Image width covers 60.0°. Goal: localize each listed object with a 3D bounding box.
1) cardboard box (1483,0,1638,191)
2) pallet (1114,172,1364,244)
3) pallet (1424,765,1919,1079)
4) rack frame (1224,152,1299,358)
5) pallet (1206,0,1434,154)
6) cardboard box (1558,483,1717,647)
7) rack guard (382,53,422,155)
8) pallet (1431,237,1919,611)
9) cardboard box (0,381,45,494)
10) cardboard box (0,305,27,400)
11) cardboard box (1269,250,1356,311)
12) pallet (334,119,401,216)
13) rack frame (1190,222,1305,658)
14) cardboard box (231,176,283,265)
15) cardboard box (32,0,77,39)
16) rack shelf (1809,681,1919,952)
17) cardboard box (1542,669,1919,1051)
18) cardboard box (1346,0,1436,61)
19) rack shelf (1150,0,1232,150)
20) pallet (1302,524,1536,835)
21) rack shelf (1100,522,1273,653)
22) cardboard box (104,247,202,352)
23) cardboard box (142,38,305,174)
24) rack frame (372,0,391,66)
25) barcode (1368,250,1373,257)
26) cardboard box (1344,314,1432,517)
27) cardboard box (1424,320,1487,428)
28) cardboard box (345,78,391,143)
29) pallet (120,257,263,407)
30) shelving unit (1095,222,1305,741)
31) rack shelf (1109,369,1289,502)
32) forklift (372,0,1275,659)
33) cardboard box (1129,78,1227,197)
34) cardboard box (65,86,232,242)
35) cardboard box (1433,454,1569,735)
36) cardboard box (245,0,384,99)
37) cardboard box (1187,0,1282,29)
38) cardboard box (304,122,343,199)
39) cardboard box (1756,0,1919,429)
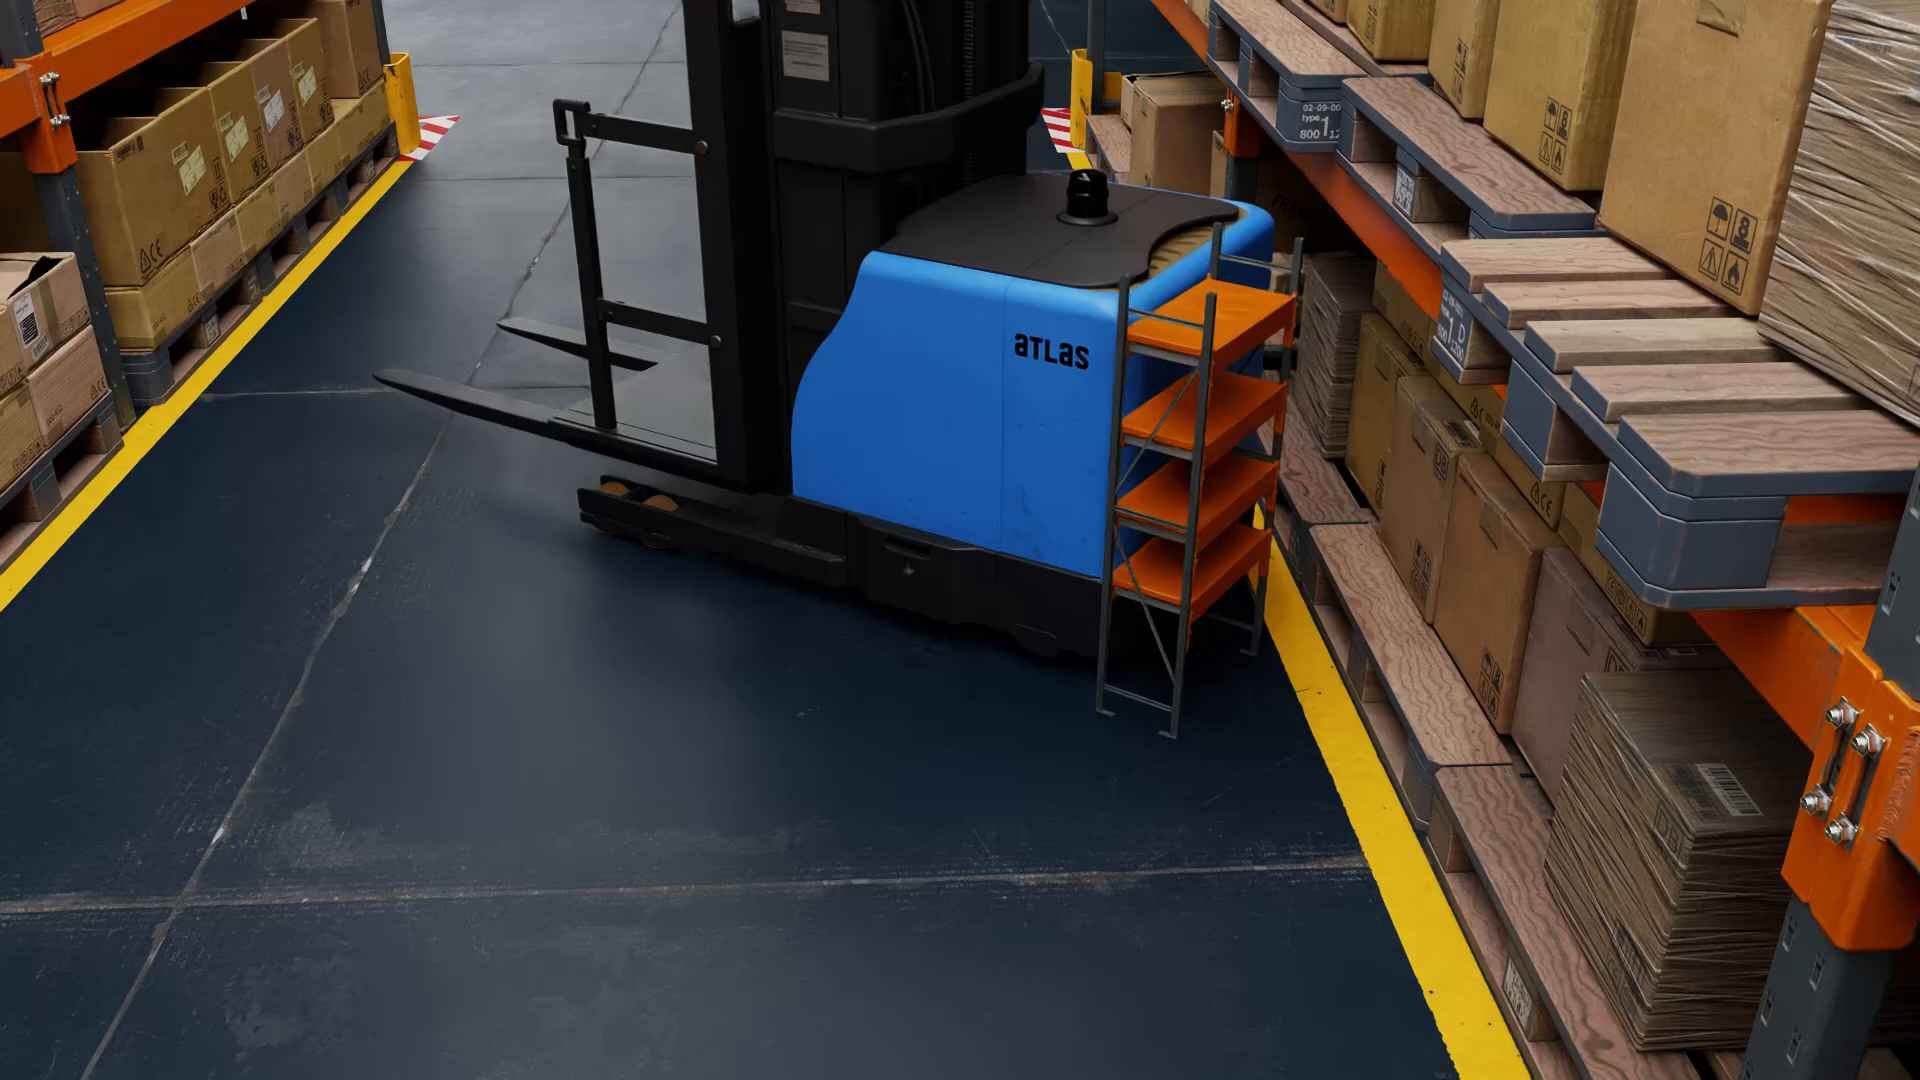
[{"bbox_3d":[1.528,-1.030,3.398,0.700,0.500,0.500,-1,28,-3],"label":"cardboard box"},{"bbox_3d":[1.304,-1.484,7.867,1.003,0.211,1.213,-1,28,-3],"label":"pallet"},{"bbox_3d":[1.610,0.876,3.342,1.003,0.211,1.213,-1,28,-3],"label":"pallet"},{"bbox_3d":[1.441,-1.846,5.547,1.000,3.000,0.127,-1,28,-3],"label":"rack frame"},{"bbox_3d":[1.335,-1.405,4.908,1.003,0.211,1.213,-1,28,-3],"label":"pallet"},{"bbox_3d":[1.593,-0.014,3.450,0.500,0.250,0.500,-1,28,-2],"label":"cardboard box"},{"bbox_3d":[-3.716,-2.475,9.455,1.175,0.500,0.348,-1,28,-3],"label":"rack guard"},{"bbox_3d":[1.506,-0.241,2.675,1.213,0.211,1.003,-1,28,-3],"label":"pallet"},{"bbox_3d":[-3.170,-0.274,5.051,0.500,0.250,0.500,-2,28,-3],"label":"cardboard box"},{"bbox_3d":[-3.165,-0.521,4.917,0.500,0.311,0.500,-1,28,-1],"label":"cardboard box"},{"bbox_3d":[1.383,-1.032,6.572,0.380,0.166,0.250,-5,28,-9],"label":"cardboard box"},{"bbox_3d":[-3.633,-1.984,8.825,1.003,0.211,1.213,-1,28,-3],"label":"pallet"},{"bbox_3d":[0.735,-0.237,4.404,0.240,1.200,0.015,18,32,29],"label":"rack frame"},{"bbox_3d":[-3.269,-1.376,7.163,0.500,0.250,0.500,-1,28,-3],"label":"cardboard box"},{"bbox_3d":[-3.535,-1.974,5.683,0.700,0.500,0.500,-2,28,-4],"label":"cardboard box"},{"bbox_3d":[1.754,1.243,0.400,1.077,0.370,4.000,-1,28,-3],"label":"rack shelf"},{"bbox_3d":[1.560,0.583,3.116,0.700,0.500,0.500,-1,28,-2],"label":"cardboard box"},{"bbox_3d":[1.455,-1.592,4.474,0.700,0.500,0.500,1,28,3],"label":"cardboard box"},{"bbox_3d":[1.336,-2.451,7.484,1.077,0.370,4.000,-1,28,-3],"label":"rack shelf"},{"bbox_3d":[1.550,0.314,4.419,1.003,0.211,1.213,-1,28,-3],"label":"pallet"},{"bbox_3d":[0.597,0.092,4.348,0.258,0.148,0.480,18,32,29],"label":"rack shelf"},{"bbox_3d":[-3.227,-0.914,6.277,0.500,0.250,0.500,-1,28,-3],"label":"cardboard box"},{"bbox_3d":[-3.298,-1.939,7.432,0.500,0.500,0.500,-1,28,-3],"label":"cardboard box"},{"bbox_3d":[-3.715,-3.572,8.856,1.000,3.000,0.127,-1,28,-3],"label":"rack frame"},{"bbox_3d":[1.696,-1.209,6.854,0.001,0.075,0.075,-1,28,-3],"label":"barcode"},{"bbox_3d":[1.573,-0.356,4.917,0.700,0.500,0.500,-2,28,-4],"label":"cardboard box"},{"bbox_3d":[1.553,-0.483,4.348,0.500,0.250,0.500,-2,28,-4],"label":"cardboard box"},{"bbox_3d":[-3.392,-2.299,8.933,0.500,0.250,0.500,-1,28,-3],"label":"cardboard box"},{"bbox_3d":[-3.506,-0.857,6.665,1.003,0.211,1.213,-1,28,-3],"label":"pallet"},{"bbox_3d":[0.600,-0.143,4.224,0.258,1.200,0.503,18,32,29],"label":"shelving unit"},{"bbox_3d":[0.601,-0.281,4.150,0.258,0.148,0.480,18,32,29],"label":"rack shelf"},{"bbox_3d":[-0.613,-1.463,4.886,3.031,2.935,1.130,15,31,27],"label":"forklift"},{"bbox_3d":[1.196,-1.855,7.791,0.700,0.500,0.500,-3,28,-6],"label":"cardboard box"},{"bbox_3d":[-3.252,-1.477,6.547,0.500,0.500,0.500,-1,28,-3],"label":"cardboard box"},{"bbox_3d":[1.595,0.113,4.016,0.700,0.500,0.500,-2,28,-3],"label":"cardboard box"},{"bbox_3d":[-3.390,-2.631,8.760,0.500,0.500,0.500,-1,28,-3],"label":"cardboard box"},{"bbox_3d":[1.113,-2.000,5.982,0.500,0.250,0.500,-1,28,-3],"label":"cardboard box"},{"bbox_3d":[-3.326,-1.837,8.049,0.500,0.250,0.500,-1,28,-3],"label":"cardboard box"},{"bbox_3d":[1.615,-0.455,2.296,0.700,0.500,0.500,-5,28,-9],"label":"cardboard box"}]
